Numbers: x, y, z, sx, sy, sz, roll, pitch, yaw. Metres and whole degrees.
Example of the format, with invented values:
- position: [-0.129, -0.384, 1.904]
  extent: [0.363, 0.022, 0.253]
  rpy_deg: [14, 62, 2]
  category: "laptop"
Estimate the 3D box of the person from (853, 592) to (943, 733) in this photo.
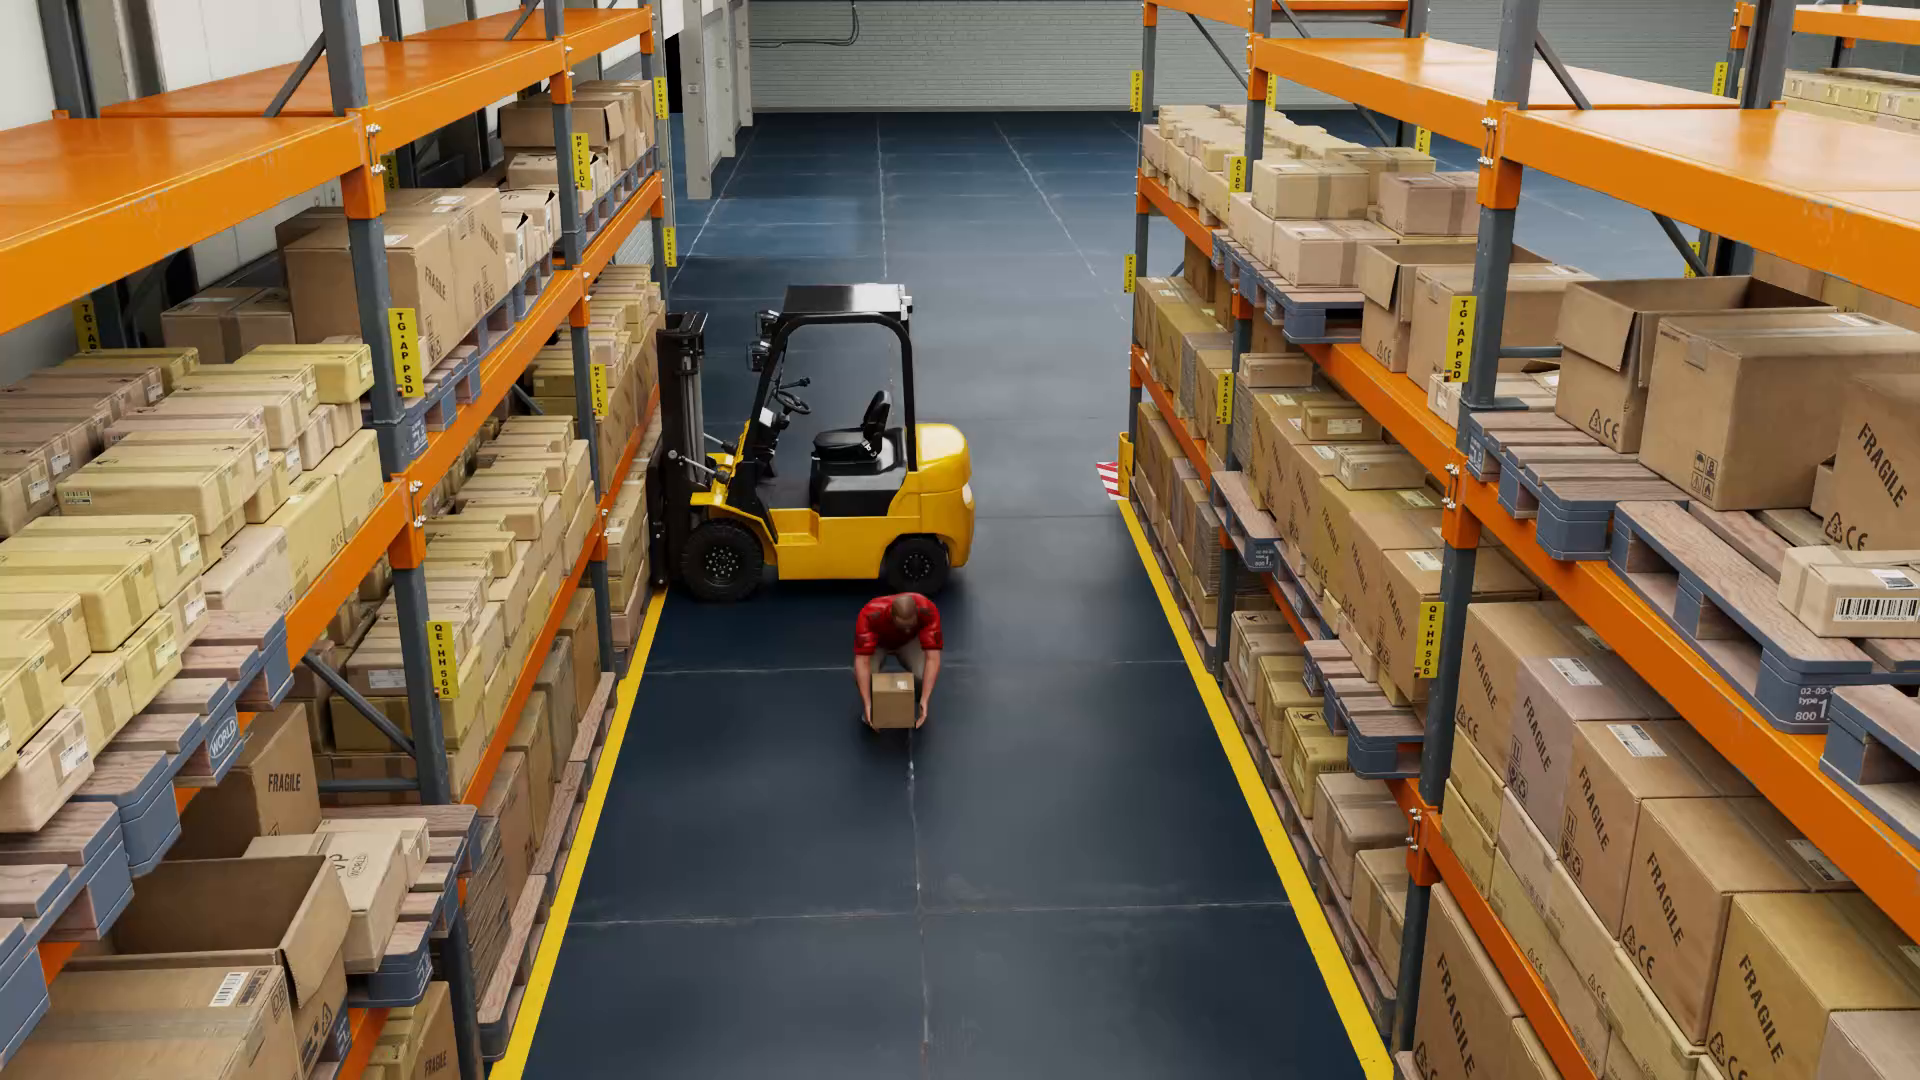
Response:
- position: [-0.391, 0.694, 10.307]
  extent: [0.555, 0.983, 0.883]
  rpy_deg: [-1, 20, -3]
  category: "person"
